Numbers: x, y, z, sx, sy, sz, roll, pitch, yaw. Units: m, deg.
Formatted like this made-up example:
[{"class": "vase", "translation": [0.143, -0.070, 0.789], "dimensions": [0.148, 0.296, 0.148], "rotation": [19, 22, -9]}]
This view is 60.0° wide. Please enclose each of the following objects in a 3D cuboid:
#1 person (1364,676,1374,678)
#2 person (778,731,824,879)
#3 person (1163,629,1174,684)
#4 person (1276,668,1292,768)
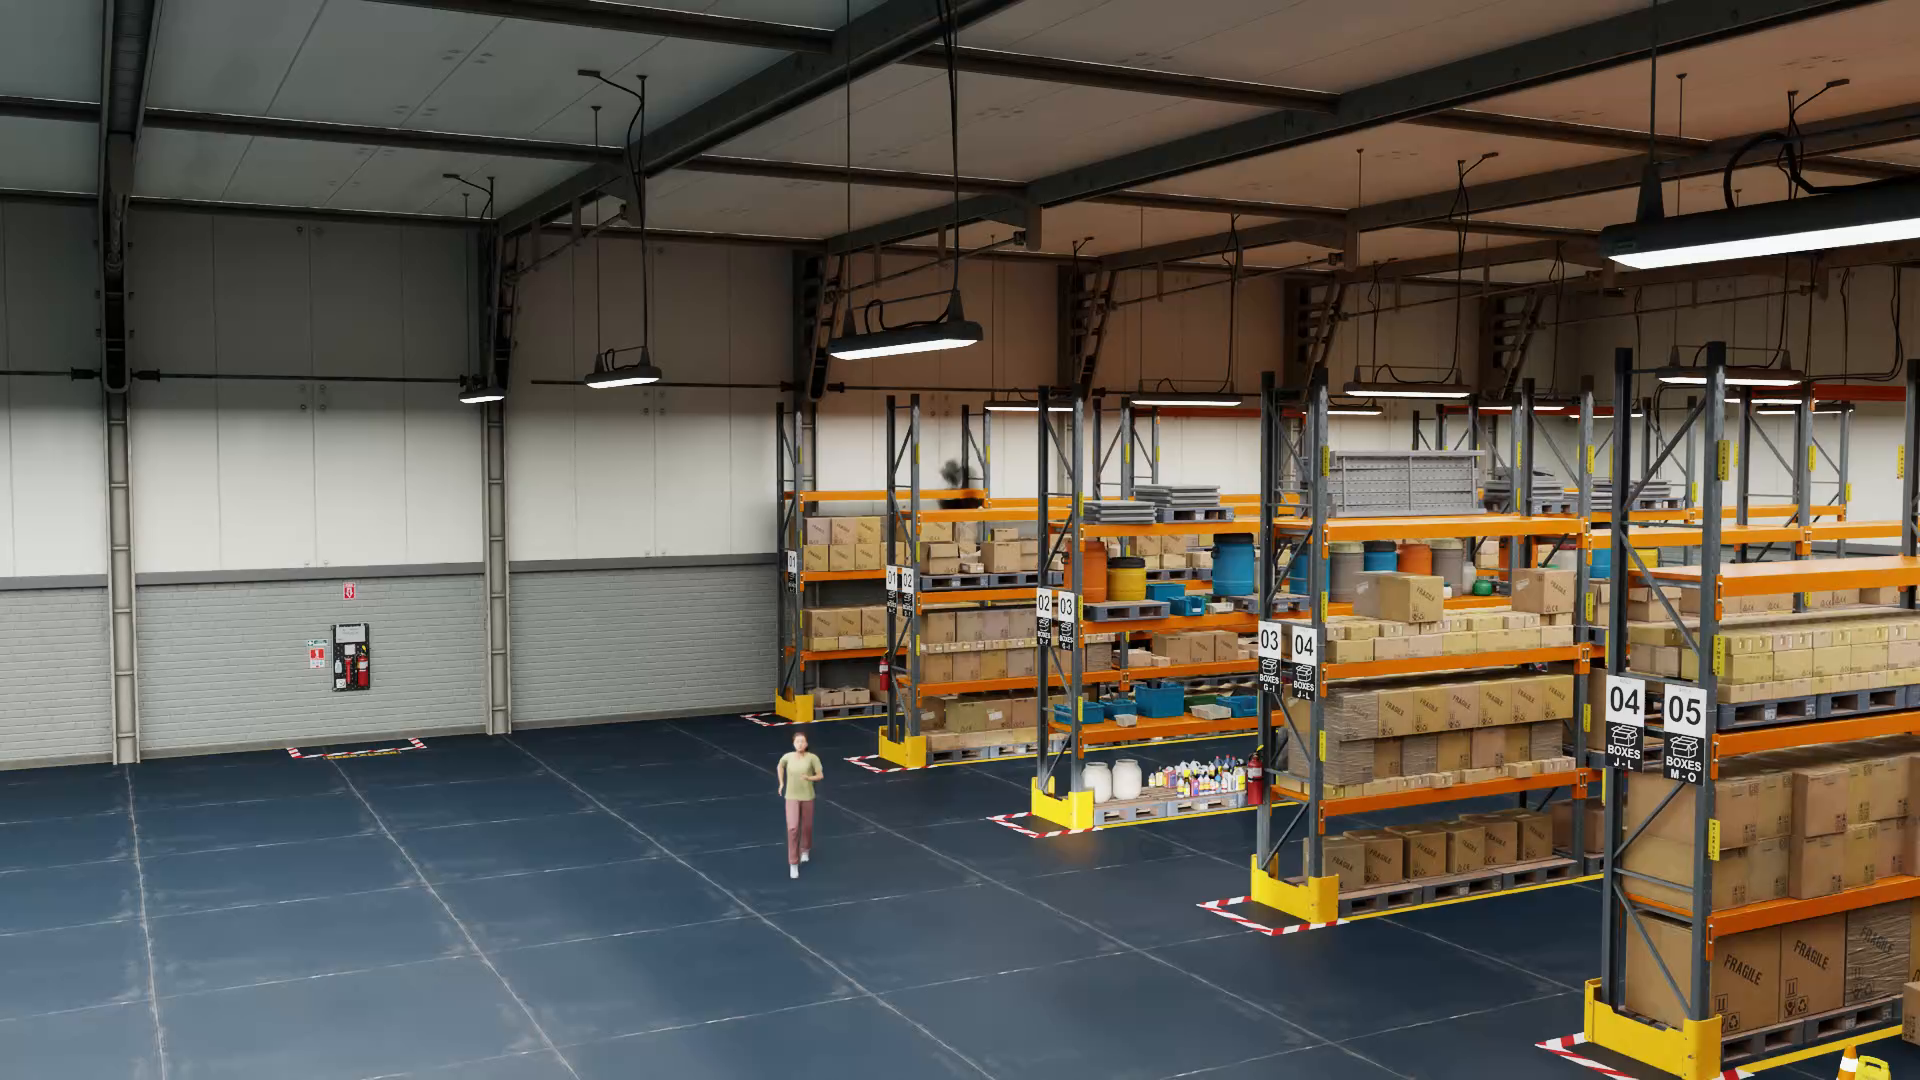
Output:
[{"class": "person", "translation": [6.885, 2.701, 28.449], "dimensions": [0.919, 1.668, 0.599], "rotation": [-2, 4, -33]}, {"class": "person", "translation": [-1.934, 3.168, 20.189], "dimensions": [0.557, 1.701, 0.879], "rotation": [0, 3, -6]}, {"class": "person", "translation": [4.087, 2.535, 32.474], "dimensions": [0.627, 1.575, 0.526], "rotation": [-2, 4, -33]}, {"class": "person", "translation": [5.366, 2.768, 26.674], "dimensions": [0.929, 1.750, 0.666], "rotation": [-2, 4, -30]}]
